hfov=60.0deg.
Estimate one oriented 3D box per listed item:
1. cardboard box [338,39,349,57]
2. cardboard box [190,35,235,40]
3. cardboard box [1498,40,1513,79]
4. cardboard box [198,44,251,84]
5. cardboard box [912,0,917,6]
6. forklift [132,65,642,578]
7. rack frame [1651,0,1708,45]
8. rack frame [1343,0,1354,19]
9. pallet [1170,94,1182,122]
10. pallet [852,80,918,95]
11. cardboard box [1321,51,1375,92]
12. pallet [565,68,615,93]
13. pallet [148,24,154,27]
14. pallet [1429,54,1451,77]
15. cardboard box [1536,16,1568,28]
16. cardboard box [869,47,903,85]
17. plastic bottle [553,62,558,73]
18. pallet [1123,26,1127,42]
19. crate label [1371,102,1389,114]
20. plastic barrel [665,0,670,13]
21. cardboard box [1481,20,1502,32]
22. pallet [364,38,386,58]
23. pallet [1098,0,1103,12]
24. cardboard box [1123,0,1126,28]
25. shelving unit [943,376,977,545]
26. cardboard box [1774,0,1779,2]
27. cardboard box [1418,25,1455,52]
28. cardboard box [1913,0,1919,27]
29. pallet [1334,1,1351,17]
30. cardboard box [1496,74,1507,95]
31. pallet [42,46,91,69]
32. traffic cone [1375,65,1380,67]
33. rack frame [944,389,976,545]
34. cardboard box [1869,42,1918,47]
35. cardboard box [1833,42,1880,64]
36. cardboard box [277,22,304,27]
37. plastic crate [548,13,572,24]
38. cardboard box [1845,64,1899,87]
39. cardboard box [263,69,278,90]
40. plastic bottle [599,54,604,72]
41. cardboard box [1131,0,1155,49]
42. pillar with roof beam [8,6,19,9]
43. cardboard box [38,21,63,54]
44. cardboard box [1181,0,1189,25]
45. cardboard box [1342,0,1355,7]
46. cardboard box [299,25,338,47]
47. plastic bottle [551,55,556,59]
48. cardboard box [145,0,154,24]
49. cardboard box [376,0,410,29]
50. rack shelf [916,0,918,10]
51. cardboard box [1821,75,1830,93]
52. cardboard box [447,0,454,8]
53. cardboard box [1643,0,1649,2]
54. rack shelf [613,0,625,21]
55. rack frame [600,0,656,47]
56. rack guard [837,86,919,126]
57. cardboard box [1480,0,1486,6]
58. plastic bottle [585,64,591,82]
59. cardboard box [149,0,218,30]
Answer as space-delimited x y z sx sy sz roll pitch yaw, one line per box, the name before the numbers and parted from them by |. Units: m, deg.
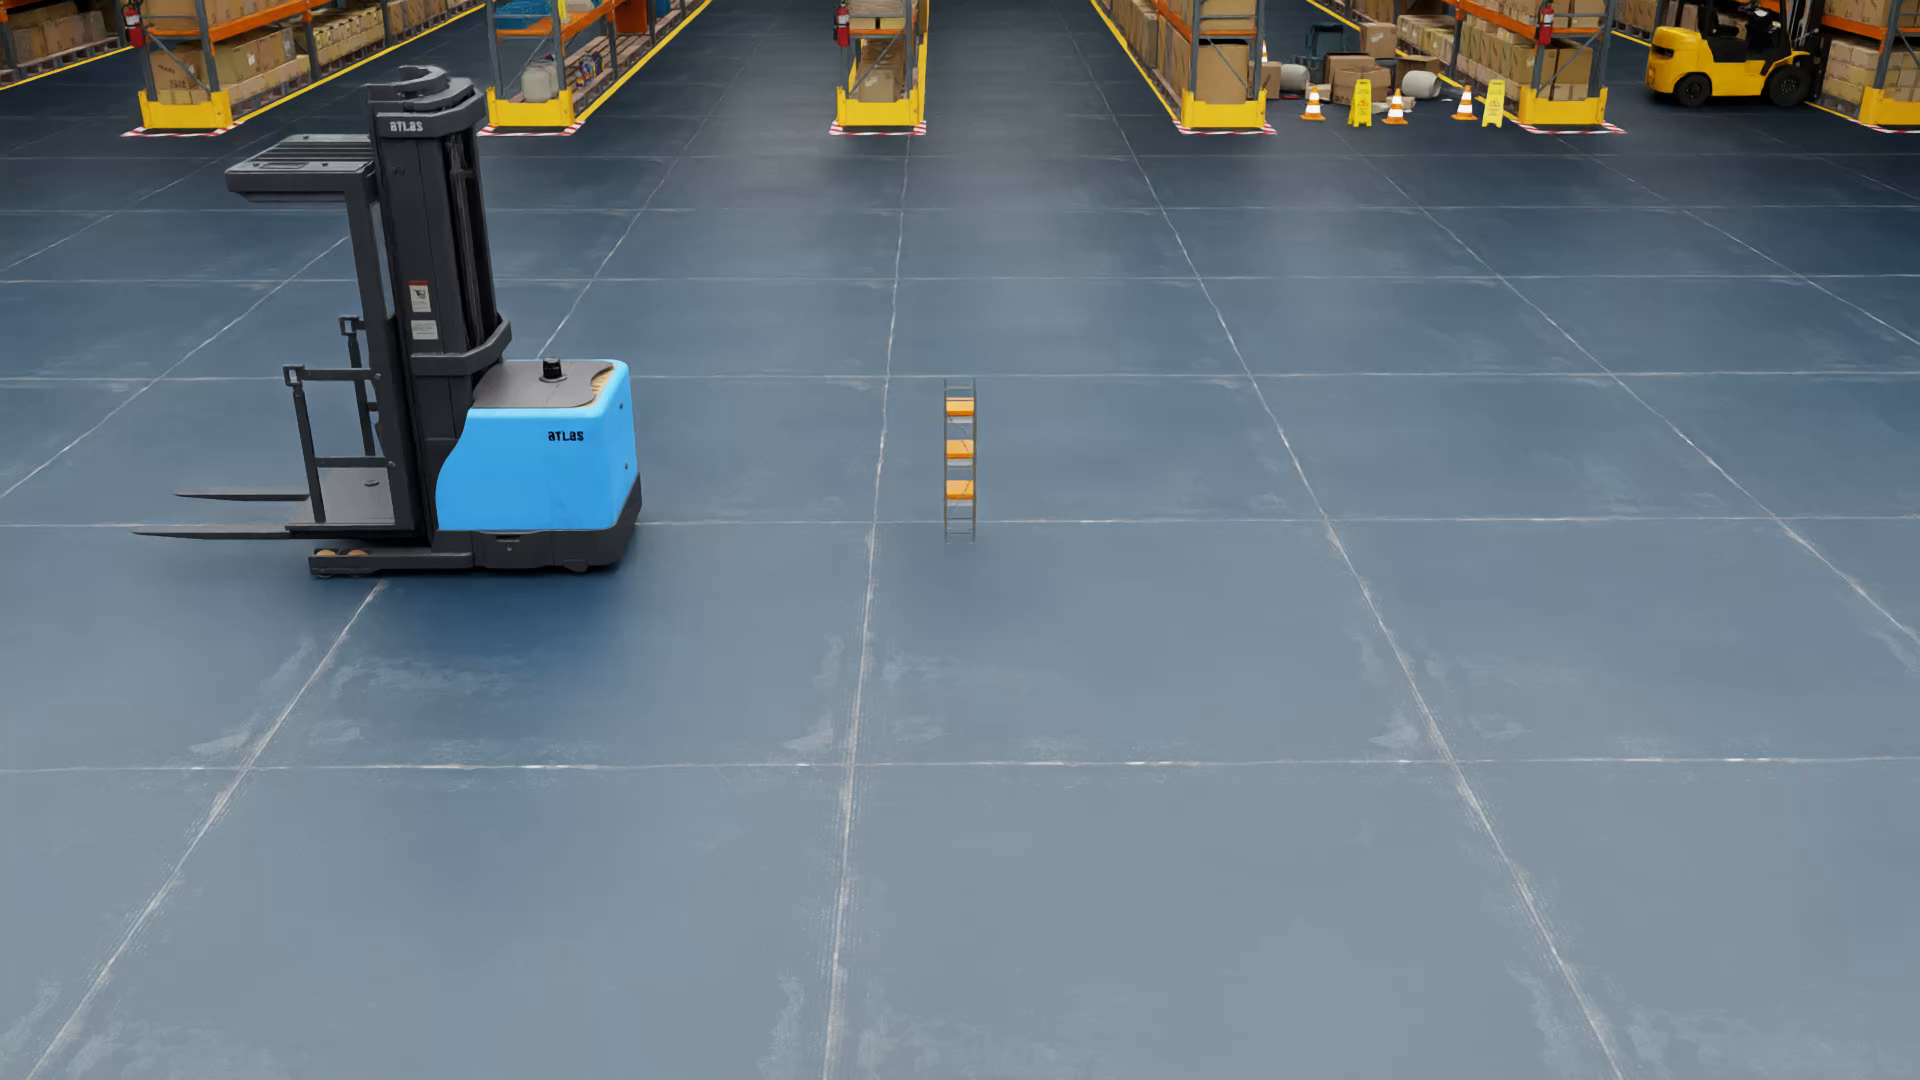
cardboard box | -10.900 -8.511 28.755 0.500 0.250 0.500 -1 24 -2
cardboard box | -11.420 -7.450 25.500 0.500 0.500 0.500 0 24 -1
cardboard box | 8.450 -7.244 25.045 0.500 0.500 0.500 1 24 1
cardboard box | -10.878 -7.041 24.595 0.500 0.500 0.500 0 24 -1
cardboard box | -0.878 -8.513 26.238 0.380 0.149 0.250 0 24 -1
forklift | -3.630 -1.323 10.119 3.031 2.935 1.130 0 24 0
rack frame | 13.604 -10.740 30.858 1.000 3.000 0.127 0 24 -1
rack frame | 8.597 -12.365 34.449 1.000 3.000 0.127 0 24 -1
pallet | 3.693 -6.415 24.677 1.003 0.211 1.213 0 24 -1
pallet | -1.166 -6.973 25.911 1.003 0.211 1.213 0 24 -1
cardboard box | 6.159 -7.442 26.430 0.797 0.637 0.503 0 24 -1
pallet | -6.212 -7.454 26.975 1.003 0.211 1.213 0 24 -1
pallet | -16.071 -10.161 32.961 1.003 0.211 1.213 0 24 -1
pallet | 8.675 -8.119 28.445 1.003 0.211 1.213 0 24 -1
cardboard box | 8.510 -7.459 23.907 0.380 0.149 0.250 1 24 1
cardboard box | -1.161 -7.420 26.039 0.500 0.500 0.500 -2 24 -5
plastic bottle | -6.429 -7.385 26.209 0.152 0.276 0.135 0 24 -1
pallet | 3.685 -9.704 31.950 1.003 0.211 1.213 0 24 -1
crate label | 6.257 -6.466 24.880 0.250 0.136 0.298 -14 28 -28
plastic barrel | -6.276 -11.309 34.152 0.600 0.901 0.708 0 24 -1
cardboard box | 8.376 -8.025 25.984 0.380 0.149 0.250 1 24 2
pallet | -11.204 -9.019 30.436 1.003 0.211 1.213 0 24 -1
pallet | 3.590 -11.811 36.608 1.003 0.211 1.213 0 24 -1
cardboard box | 3.422 -10.189 32.162 0.500 0.500 0.500 1 24 2
shelving unit | -0.001 -0.500 10.582 0.215 1.050 0.252 0 24 -1
cardboard box | 13.392 -8.954 26.786 0.500 0.500 0.500 -1 24 -2
cardboard box | 8.656 -8.861 29.382 0.950 0.372 0.625 1 24 1
cardboard box | 13.964 -7.695 24.002 0.500 0.500 0.500 1 24 1
pallet | 8.667 -11.408 35.717 1.003 0.211 1.213 0 24 -1
cardboard box | 8.453 -6.904 25.202 0.500 0.250 0.500 0 24 0
pallet | -16.110 -8.511 29.313 1.003 0.211 1.213 0 24 -1
traffic cone | 7.271 -8.417 28.799 0.336 0.463 0.334 0 24 -1
rack frame | 0.001 -0.450 10.471 0.200 1.050 0.008 0 24 -1
cardboard box | 13.867 -7.243 24.738 0.500 0.250 0.500 0 24 0
cardboard box | 13.363 -7.237 24.725 0.500 0.250 0.500 0 24 0
cardboard box | -11.437 -8.760 28.626 0.500 0.311 0.500 0 24 -1
plastic crate | -5.822 -7.603 24.241 0.298 0.136 0.250 0 24 -1
cardboard box | 13.374 -6.809 24.386 0.500 0.250 0.500 -1 24 -1
cardboard box | -10.885 -7.111 25.660 0.500 0.250 0.500 0 24 -1
plastic bottle | -5.842 -7.768 27.047 0.061 0.283 0.133 1 24 2
cardboard box | 3.622 -9.207 29.689 1.050 0.750 0.750 0 24 0
pillar with roof beam | -12.673 -12.818 28.172 9.100 9.000 0.400 0 24 -1
cardboard box | -16.129 -8.745 28.945 0.700 0.500 0.500 0 24 0
cardboard box | 3.703 -7.804 24.183 0.875 0.550 0.550 0 24 -1
cardboard box | 8.698 -11.648 35.464 0.875 0.438 0.875 -1 24 -1
cardboard box | -10.886 -8.553 28.167 0.500 0.311 0.500 -1 24 -1
plastic bottle | -6.581 -7.695 26.894 0.152 0.276 0.135 1 24 1
cardboard box | -16.007 -10.482 32.385 0.750 0.750 0.750 0 24 -1
cardboard box | -10.905 -10.095 31.930 0.500 0.500 0.500 -1 24 -2
rack shelf | -1.246 -9.520 29.032 1.077 0.370 4.000 0 24 -1
cardboard box | 13.378 -6.986 25.383 0.500 0.250 0.500 0 24 0
cardboard box | -11.006 -11.427 35.104 0.500 0.311 0.500 0 24 -1
cardboard box | 13.312 -10.403 31.848 0.380 0.149 0.250 -1 24 -3
rack shelf | -6.199 -9.498 28.983 1.077 0.370 4.000 0 24 -1
rack frame | -6.221 -10.650 30.657 1.000 3.000 0.127 0 24 -1
rack guard | -1.182 -6.268 24.002 1.175 0.500 0.348 0 24 -1
cardboard box | 8.423 -8.507 26.225 0.380 0.149 0.250 0 24 1
plastic bottle | -5.849 -7.325 26.083 0.097 0.271 0.097 0 24 0
cardboard box | -11.079 -7.571 23.728 0.700 0.500 0.500 0 24 -1
